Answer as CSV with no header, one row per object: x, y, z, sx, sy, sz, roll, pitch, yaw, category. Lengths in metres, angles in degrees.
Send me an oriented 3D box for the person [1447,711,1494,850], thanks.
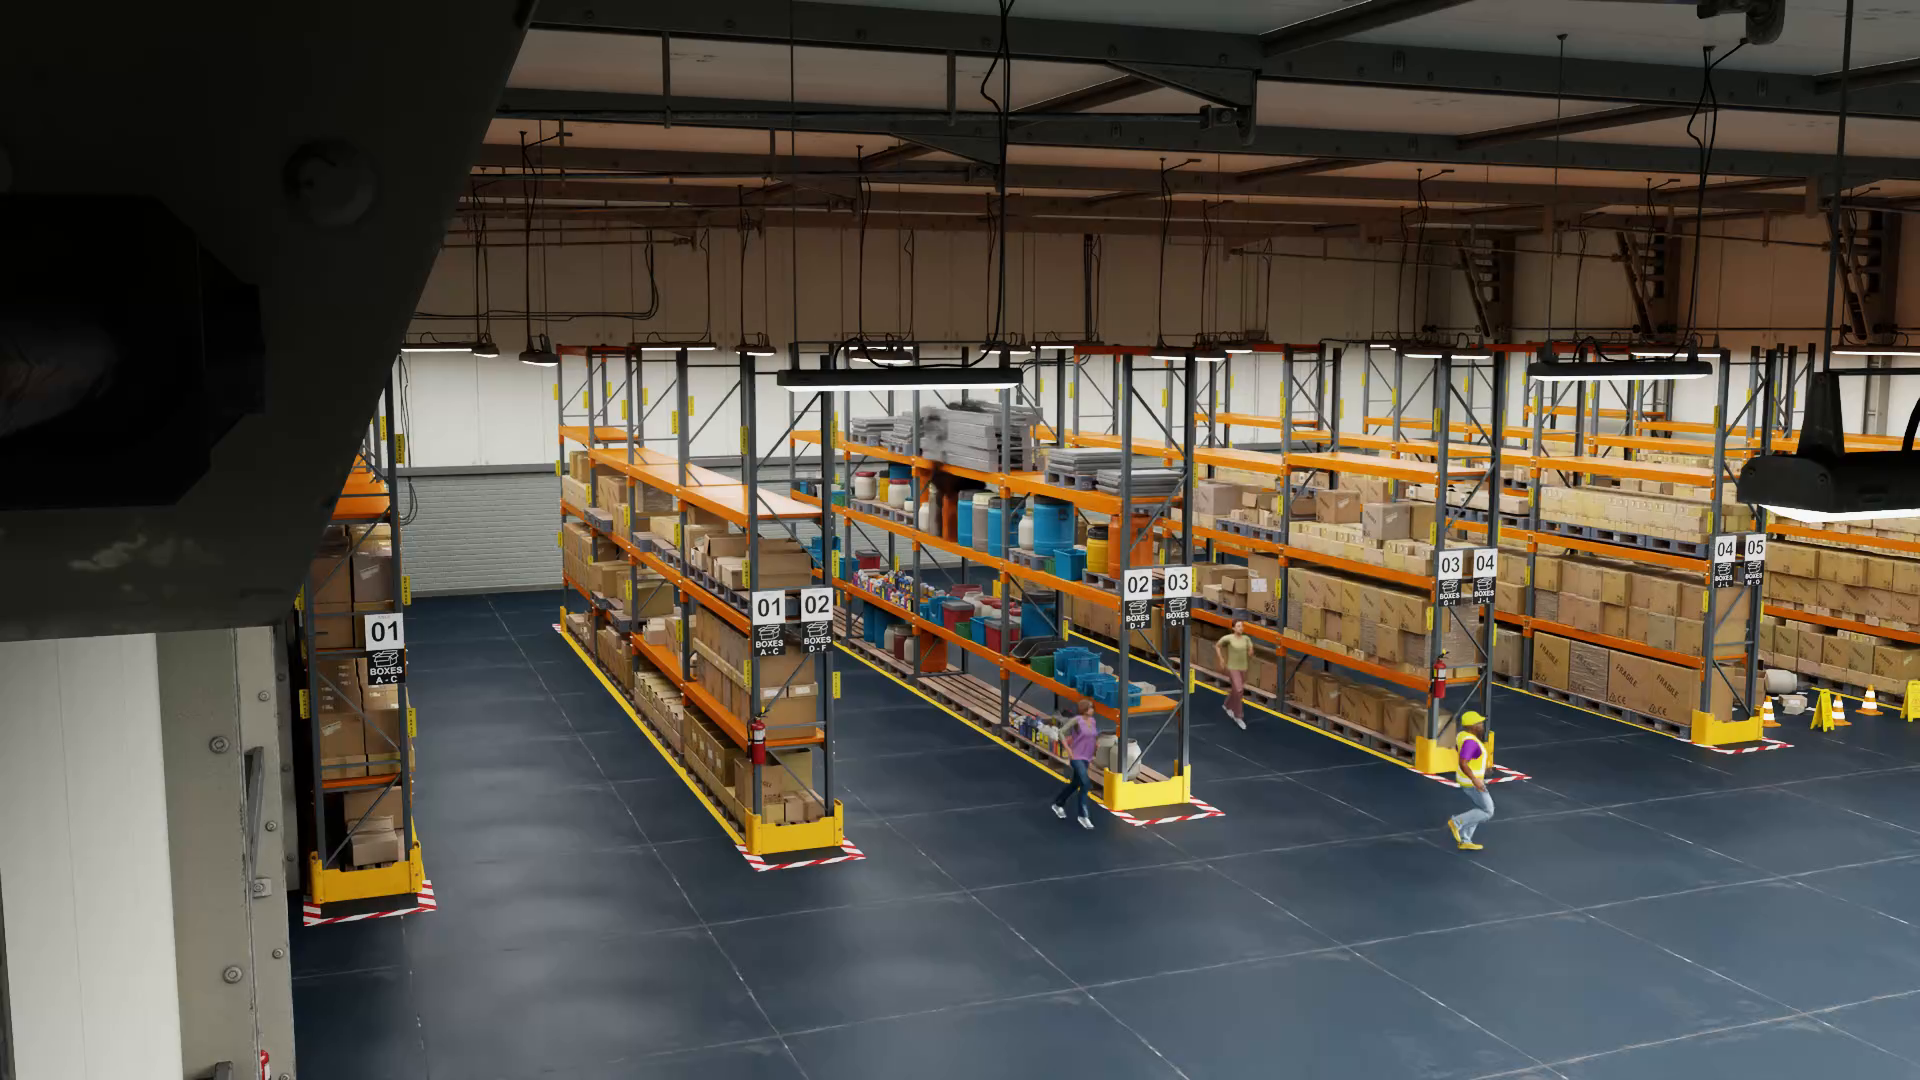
6.211,2.925,20.201,0.583,1.718,0.707,1,7,6,person

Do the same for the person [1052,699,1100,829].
1.547,2.841,21.409,0.701,1.617,0.525,6,9,39,person

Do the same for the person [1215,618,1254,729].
4.441,2.103,26.708,0.554,1.710,0.840,-3,8,-24,person

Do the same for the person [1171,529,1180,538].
4.939,0.582,38.698,0.670,1.802,0.757,-1,7,-11,person
